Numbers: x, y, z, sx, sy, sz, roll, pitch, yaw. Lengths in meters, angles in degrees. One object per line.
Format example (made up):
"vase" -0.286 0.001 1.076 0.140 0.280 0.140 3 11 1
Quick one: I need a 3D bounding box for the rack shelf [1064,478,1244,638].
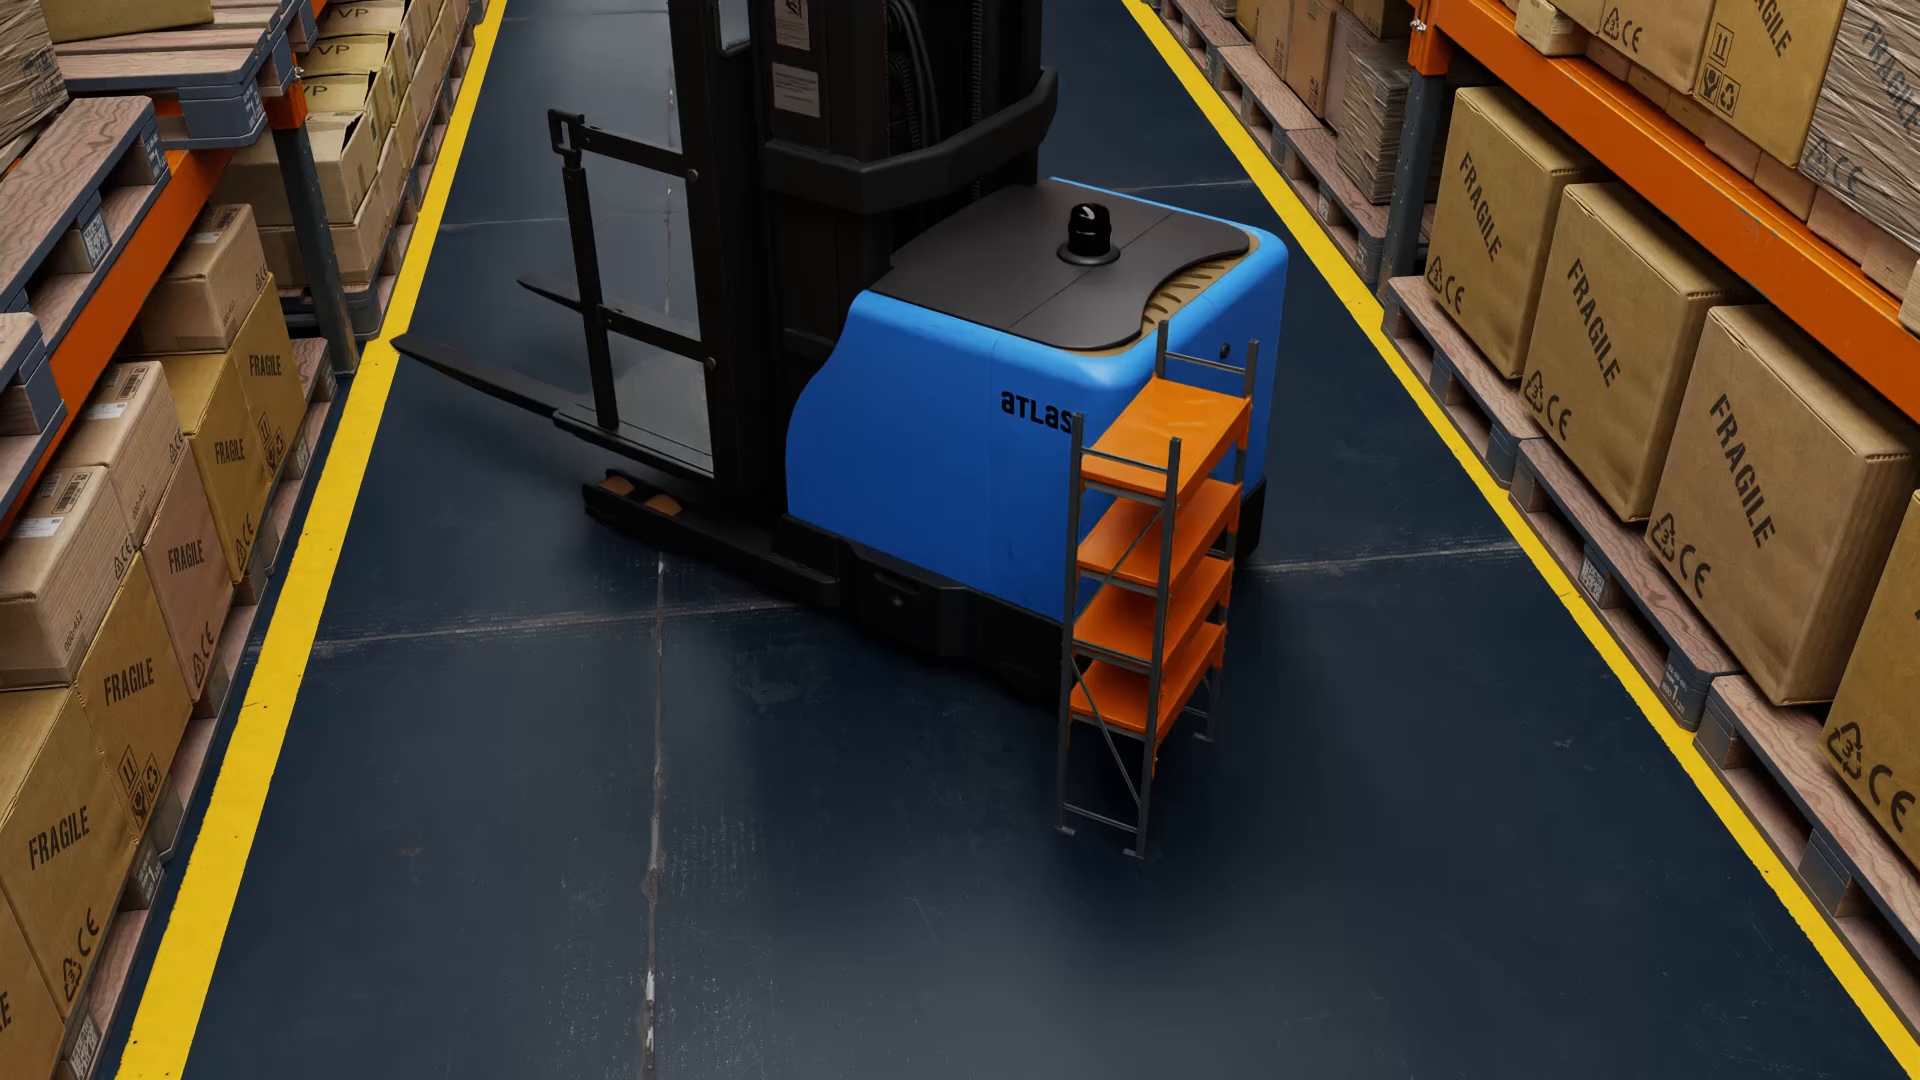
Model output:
"rack shelf" 0.459 0.008 3.896 0.258 0.148 0.480 16 37 22

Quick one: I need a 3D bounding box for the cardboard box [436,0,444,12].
"cardboard box" -2.859 -2.846 8.333 0.500 0.311 0.500 -3 34 -5

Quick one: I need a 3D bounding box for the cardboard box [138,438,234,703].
"cardboard box" -2.231 0.098 4.272 0.500 0.500 0.500 -6 35 -8

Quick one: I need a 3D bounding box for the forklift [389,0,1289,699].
"forklift" -0.584 -1.409 4.715 3.031 2.935 1.130 21 39 28

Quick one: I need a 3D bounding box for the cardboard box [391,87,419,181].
"cardboard box" -2.660 -1.761 7.239 0.500 0.250 0.500 -5 35 -8

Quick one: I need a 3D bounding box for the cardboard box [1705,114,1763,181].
"cardboard box" 2.204 -1.064 4.353 0.380 0.149 0.250 -4 34 -6

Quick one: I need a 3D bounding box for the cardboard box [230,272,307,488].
"cardboard box" -2.377 -0.484 5.125 0.500 0.500 0.500 -3 34 -5

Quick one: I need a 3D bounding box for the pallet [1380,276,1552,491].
"pallet" 2.204 -0.618 5.970 1.003 0.211 1.213 -4 35 -6

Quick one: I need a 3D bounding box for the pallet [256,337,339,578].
"pallet" -2.673 -0.267 5.454 1.003 0.211 1.213 -4 35 -6

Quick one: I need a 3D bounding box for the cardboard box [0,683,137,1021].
"cardboard box" -2.104 0.659 3.448 0.500 0.500 0.500 -4 34 -6

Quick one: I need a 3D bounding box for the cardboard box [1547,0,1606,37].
"cardboard box" 2.045 -1.805 4.865 0.500 0.500 0.500 -3 34 -5

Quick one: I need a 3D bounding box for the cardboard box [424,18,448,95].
"cardboard box" -2.795 -2.331 8.076 0.500 0.250 0.500 -4 34 -5

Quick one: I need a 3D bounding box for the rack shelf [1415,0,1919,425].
"rack shelf" 2.441 -0.803 4.403 1.077 0.370 4.000 -4 35 -6

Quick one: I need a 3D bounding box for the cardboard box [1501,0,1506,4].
"cardboard box" 1.987 -1.919 5.608 0.380 0.149 0.250 -5 35 -7

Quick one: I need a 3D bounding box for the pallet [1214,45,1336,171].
"pallet" 1.908 -2.179 8.260 1.003 0.211 1.213 -4 35 -6

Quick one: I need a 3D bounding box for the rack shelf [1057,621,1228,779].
"rack shelf" 0.459 0.356 4.134 0.258 0.148 0.480 16 37 22

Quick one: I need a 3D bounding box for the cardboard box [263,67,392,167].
"cardboard box" -2.594 -1.715 6.674 0.500 0.311 0.500 -5 35 -8

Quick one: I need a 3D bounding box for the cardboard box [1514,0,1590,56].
"cardboard box" 1.964 -1.623 5.174 0.380 0.149 0.250 -3 34 -5

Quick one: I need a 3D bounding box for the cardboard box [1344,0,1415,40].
"cardboard box" 2.009 -2.396 7.265 0.500 0.250 0.500 -4 34 -5

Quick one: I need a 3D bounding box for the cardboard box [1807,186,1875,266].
"cardboard box" 2.257 -0.768 3.919 0.380 0.149 0.250 -5 35 -8

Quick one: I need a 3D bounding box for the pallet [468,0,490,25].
"pallet" -3.339 -3.366 10.001 1.003 0.211 1.213 -4 35 -6

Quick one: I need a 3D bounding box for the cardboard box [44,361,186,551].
"cardboard box" -2.224 -0.192 4.031 0.500 0.250 0.500 -5 35 -7

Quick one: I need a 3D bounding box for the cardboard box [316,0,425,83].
"cardboard box" -2.730 -2.287 7.512 0.500 0.311 0.500 -5 35 -7

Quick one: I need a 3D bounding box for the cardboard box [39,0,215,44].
"cardboard box" -2.540 -1.711 4.635 0.700 0.500 0.500 -16 37 -22

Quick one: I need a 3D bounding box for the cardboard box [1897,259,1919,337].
"cardboard box" 2.243 -0.486 3.504 0.380 0.149 0.250 -4 35 -6

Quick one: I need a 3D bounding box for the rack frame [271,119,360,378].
"rack frame" -2.736 -1.839 5.285 1.000 3.000 0.127 -4 35 -6

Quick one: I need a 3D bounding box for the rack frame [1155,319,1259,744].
"rack frame" 0.571 0.015 4.163 0.240 1.200 0.015 16 37 22

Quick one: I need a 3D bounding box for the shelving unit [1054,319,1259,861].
"shelving unit" 0.459 0.137 3.984 0.258 1.200 0.503 16 37 22

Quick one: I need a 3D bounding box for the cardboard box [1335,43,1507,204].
"cardboard box" 2.024 -1.763 7.002 0.700 0.500 0.500 -4 34 -6

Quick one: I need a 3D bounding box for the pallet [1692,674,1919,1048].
"pallet" 2.532 0.743 3.972 1.003 0.211 1.213 -4 35 -6

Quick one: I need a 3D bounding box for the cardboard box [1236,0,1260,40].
"cardboard box" 1.869 -2.903 8.675 0.700 0.500 0.500 -5 35 -7

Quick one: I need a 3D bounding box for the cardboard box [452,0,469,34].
"cardboard box" -2.931 -2.899 8.909 0.500 0.250 0.500 -5 35 -7

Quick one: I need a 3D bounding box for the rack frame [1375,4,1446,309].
"rack frame" 2.172 -2.216 5.838 1.000 3.000 0.127 -4 35 -6

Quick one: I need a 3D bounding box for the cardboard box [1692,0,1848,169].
"cardboard box" 2.189 -1.238 4.033 0.500 0.500 0.500 -3 34 -5

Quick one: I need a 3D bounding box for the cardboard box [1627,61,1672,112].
"cardboard box" 2.164 -1.348 4.770 0.380 0.149 0.250 -4 34 -5

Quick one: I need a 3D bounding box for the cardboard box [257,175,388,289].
"cardboard box" -2.515 -1.191 6.402 0.500 0.250 0.500 -4 35 -7

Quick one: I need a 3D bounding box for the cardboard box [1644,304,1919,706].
"cardboard box" 2.372 -0.118 4.295 0.750 0.750 0.750 -3 34 -5

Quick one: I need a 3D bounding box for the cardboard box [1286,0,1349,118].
"cardboard box" 1.975 -2.334 7.841 0.700 0.500 0.500 -5 35 -7

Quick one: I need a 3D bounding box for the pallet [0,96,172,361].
"pallet" -2.470 -0.675 3.747 1.003 0.211 1.213 -4 35 -6

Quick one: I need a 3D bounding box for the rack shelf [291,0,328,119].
"rack shelf" -3.005 -2.658 7.125 1.077 0.370 4.000 -4 35 -6

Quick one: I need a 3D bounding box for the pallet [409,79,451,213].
"pallet" -2.969 -1.828 7.745 1.003 0.211 1.213 -4 35 -6

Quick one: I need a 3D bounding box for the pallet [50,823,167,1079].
"pallet" -2.345 1.095 3.457 1.003 0.211 1.213 -4 35 -6

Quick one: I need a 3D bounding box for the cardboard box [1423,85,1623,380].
"cardboard box" 2.141 -1.081 5.709 0.750 0.750 0.750 -5 35 -7
